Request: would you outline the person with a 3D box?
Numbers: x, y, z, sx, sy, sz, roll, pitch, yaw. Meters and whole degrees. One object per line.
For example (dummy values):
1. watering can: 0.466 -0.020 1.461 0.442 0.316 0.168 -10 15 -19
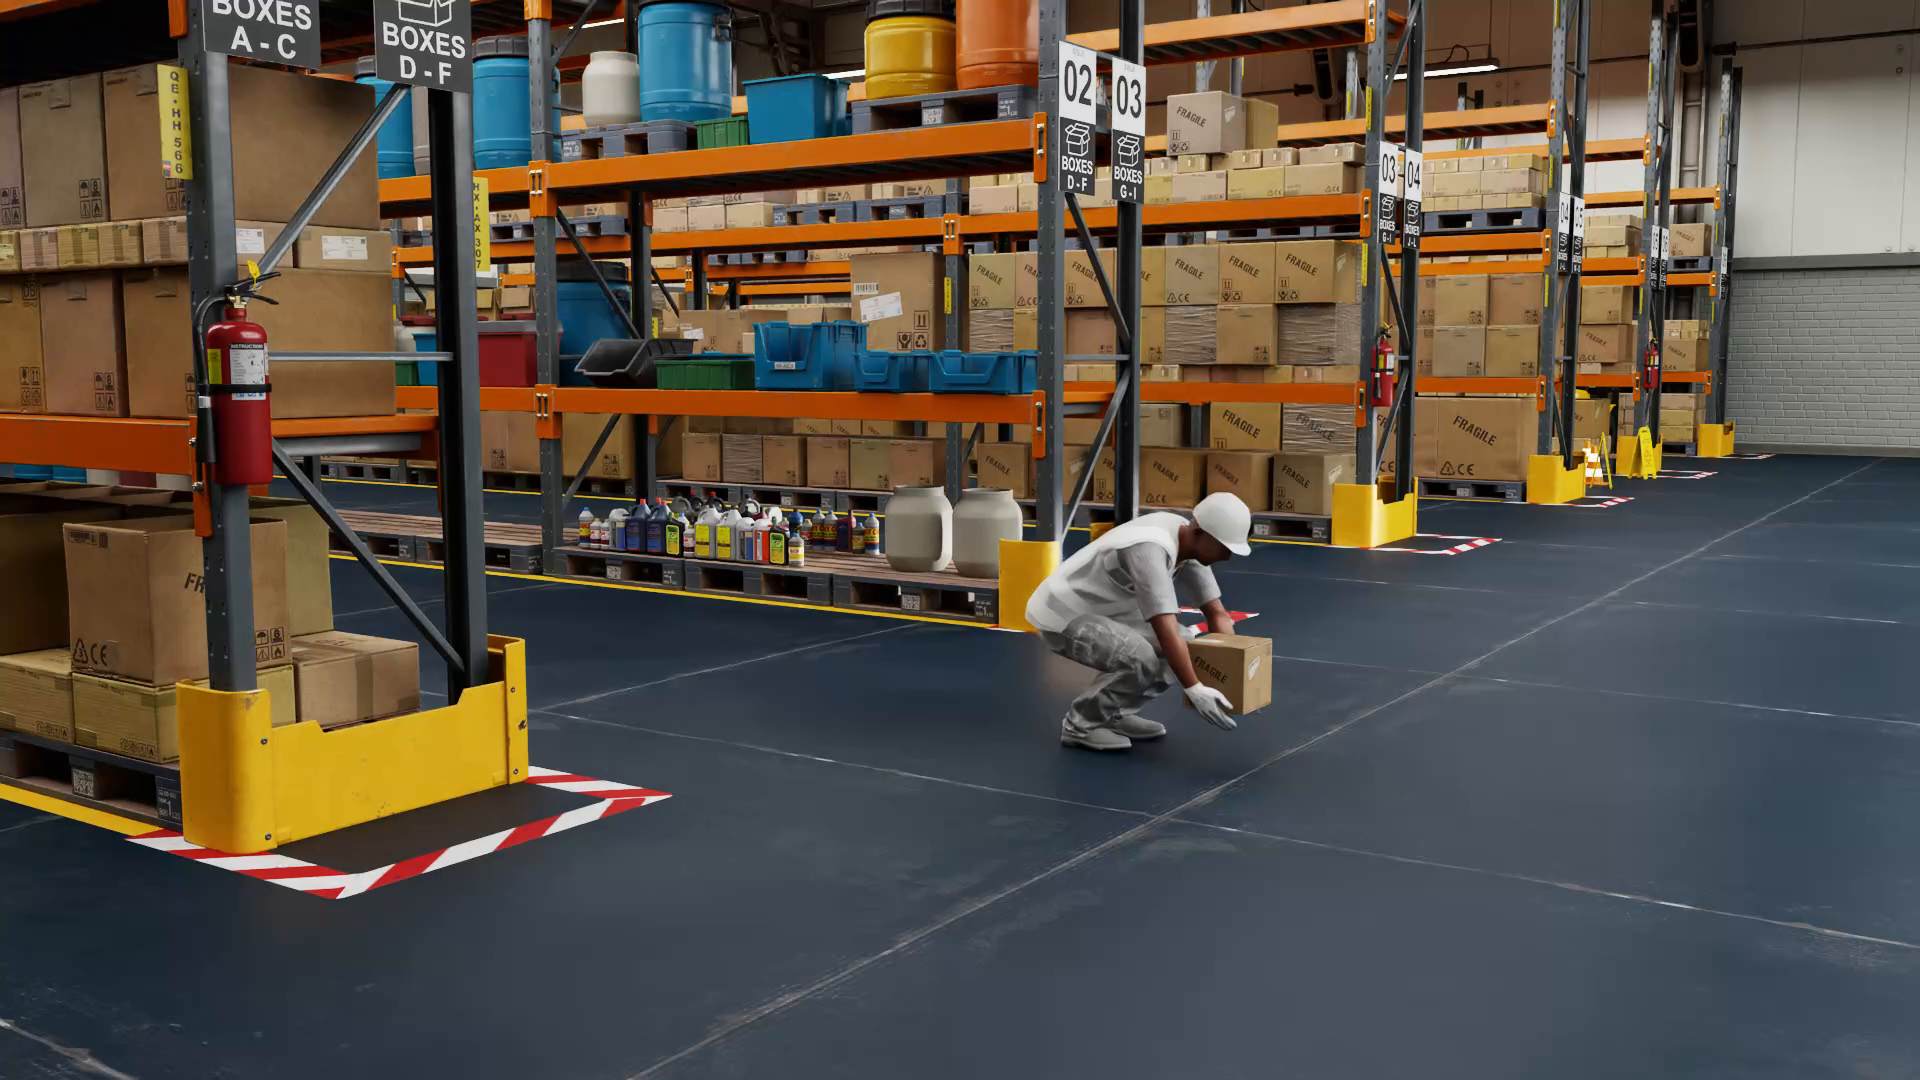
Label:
1. person: 0.724 0.305 6.459 0.918 1.005 0.578 4 8 35
